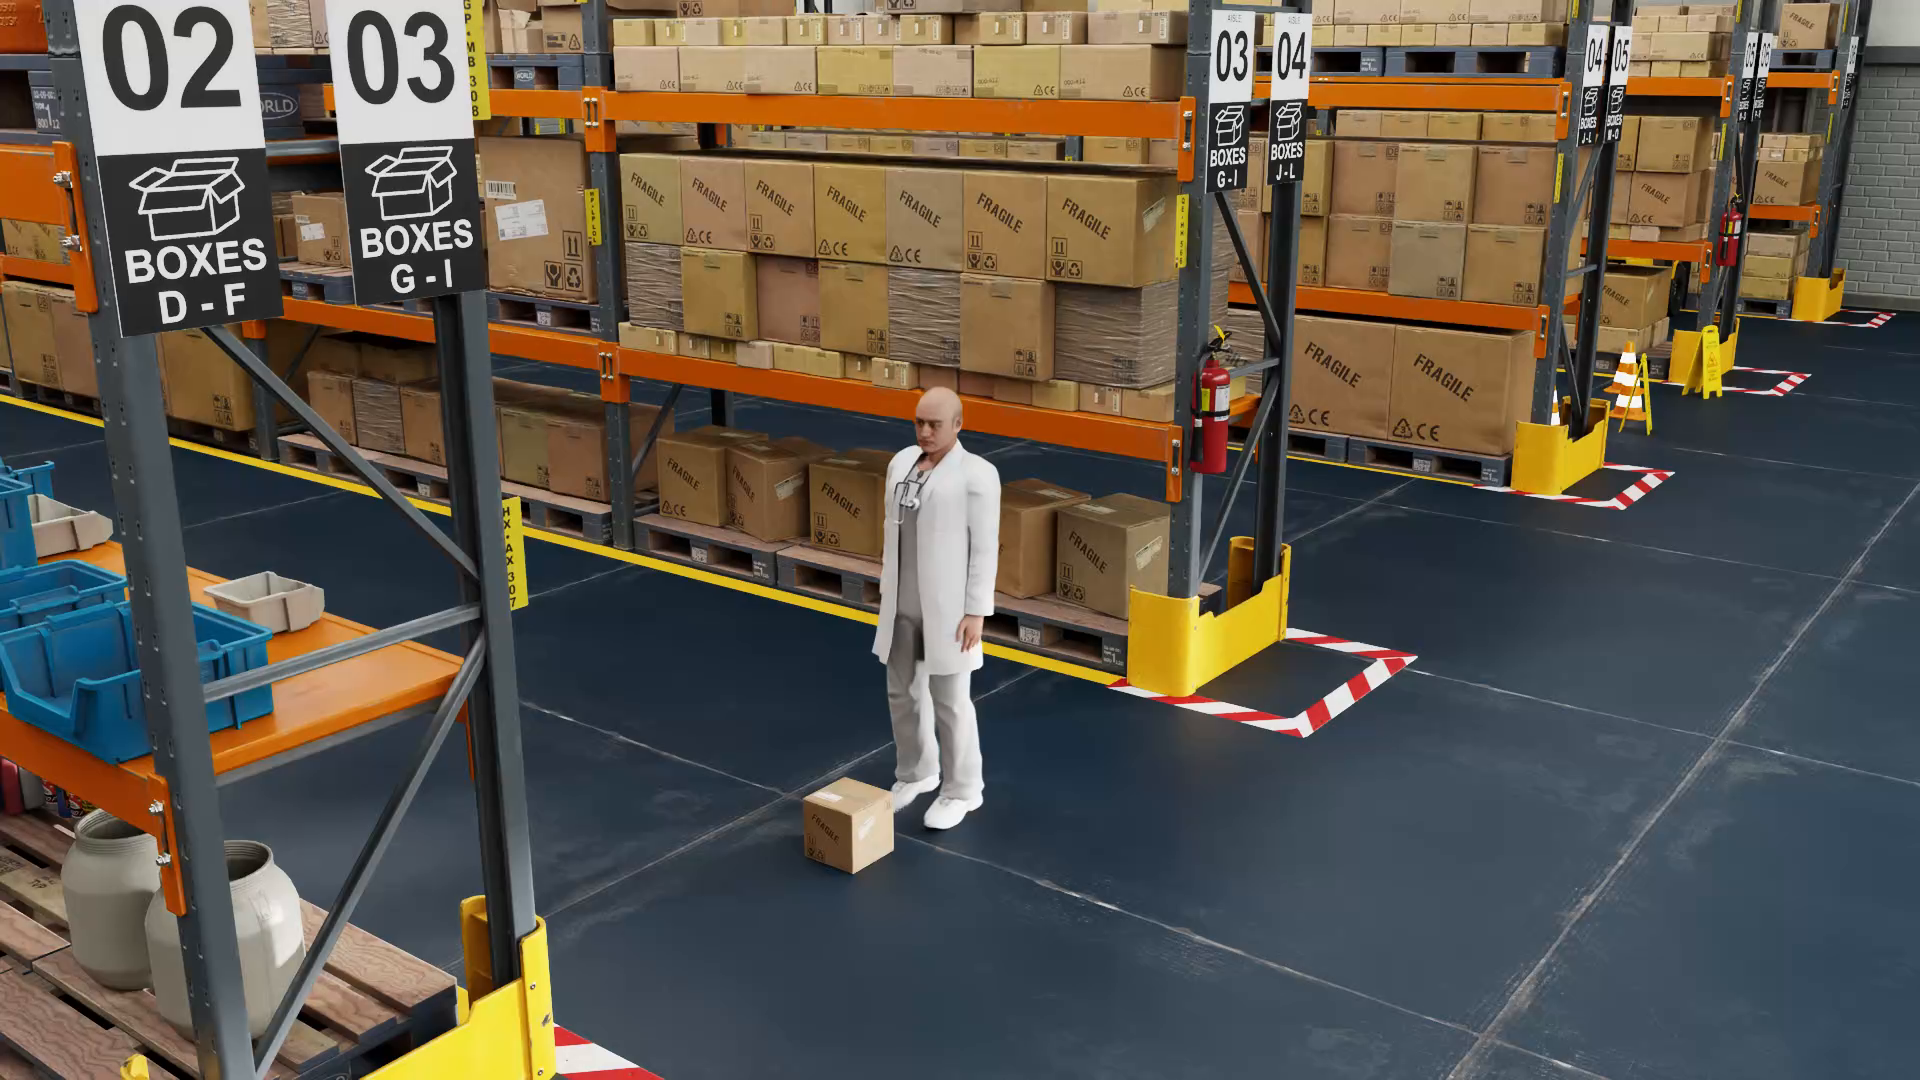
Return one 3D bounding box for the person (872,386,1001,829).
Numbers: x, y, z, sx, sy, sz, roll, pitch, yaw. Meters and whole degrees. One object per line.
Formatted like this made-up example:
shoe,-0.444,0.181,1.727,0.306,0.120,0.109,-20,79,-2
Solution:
person,-0.102,0.277,6.661,0.563,1.796,0.391,12,20,36
